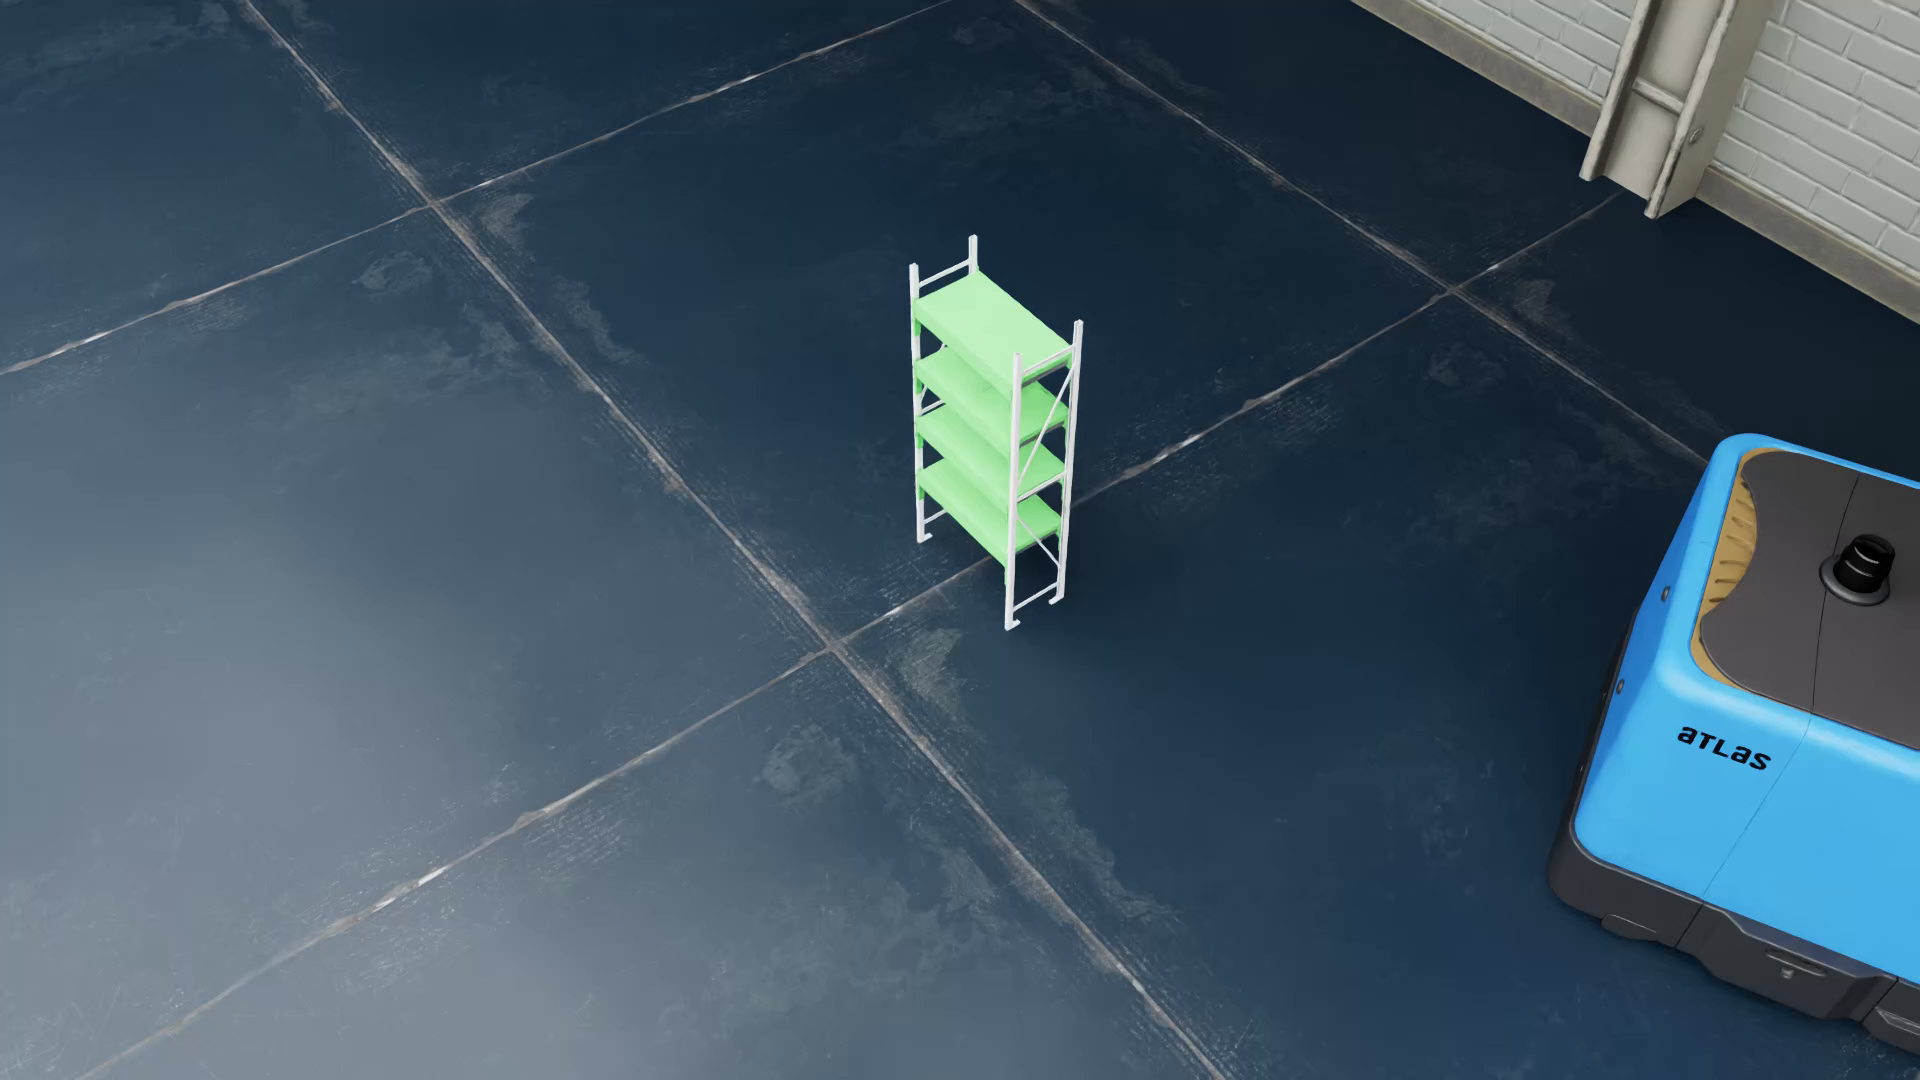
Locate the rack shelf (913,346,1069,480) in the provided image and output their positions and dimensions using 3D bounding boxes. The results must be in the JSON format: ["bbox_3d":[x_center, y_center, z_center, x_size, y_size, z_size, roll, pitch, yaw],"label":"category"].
[{"bbox_3d":[0.100,-0.424,5.087,0.258,0.148,0.480,-29,54,-24],"label":"rack shelf"}]

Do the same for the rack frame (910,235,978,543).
[{"bbox_3d":[-0.048,-0.449,5.347,0.240,1.200,0.015,-29,54,-24],"label":"rack frame"}]

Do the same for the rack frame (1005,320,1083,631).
[{"bbox_3d":[0.248,-0.162,5.087,0.240,1.200,0.015,-29,54,-24],"label":"rack frame"}]

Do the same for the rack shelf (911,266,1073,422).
[{"bbox_3d":[0.100,-0.585,4.909,0.258,0.148,0.480,-29,54,-24],"label":"rack shelf"}]

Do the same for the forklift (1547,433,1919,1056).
[{"bbox_3d":[3.237,0.234,3.560,3.031,2.935,1.130,21,51,18],"label":"forklift"}]

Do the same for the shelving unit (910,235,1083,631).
[{"bbox_3d":[0.100,-0.305,5.217,0.258,1.200,0.503,-29,54,-24],"label":"shelving unit"}]

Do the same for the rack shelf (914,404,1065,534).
[{"bbox_3d":[0.100,-0.262,5.264,0.258,0.148,0.480,-29,54,-24],"label":"rack shelf"}]

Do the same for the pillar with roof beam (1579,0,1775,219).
[{"bbox_3d":[-0.516,-2.618,2.049,9.100,9.000,0.400,-29,54,-24],"label":"pillar with roof beam"}]

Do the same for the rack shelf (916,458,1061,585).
[{"bbox_3d":[0.100,-0.101,5.442,0.258,0.148,0.480,-29,54,-24],"label":"rack shelf"}]
